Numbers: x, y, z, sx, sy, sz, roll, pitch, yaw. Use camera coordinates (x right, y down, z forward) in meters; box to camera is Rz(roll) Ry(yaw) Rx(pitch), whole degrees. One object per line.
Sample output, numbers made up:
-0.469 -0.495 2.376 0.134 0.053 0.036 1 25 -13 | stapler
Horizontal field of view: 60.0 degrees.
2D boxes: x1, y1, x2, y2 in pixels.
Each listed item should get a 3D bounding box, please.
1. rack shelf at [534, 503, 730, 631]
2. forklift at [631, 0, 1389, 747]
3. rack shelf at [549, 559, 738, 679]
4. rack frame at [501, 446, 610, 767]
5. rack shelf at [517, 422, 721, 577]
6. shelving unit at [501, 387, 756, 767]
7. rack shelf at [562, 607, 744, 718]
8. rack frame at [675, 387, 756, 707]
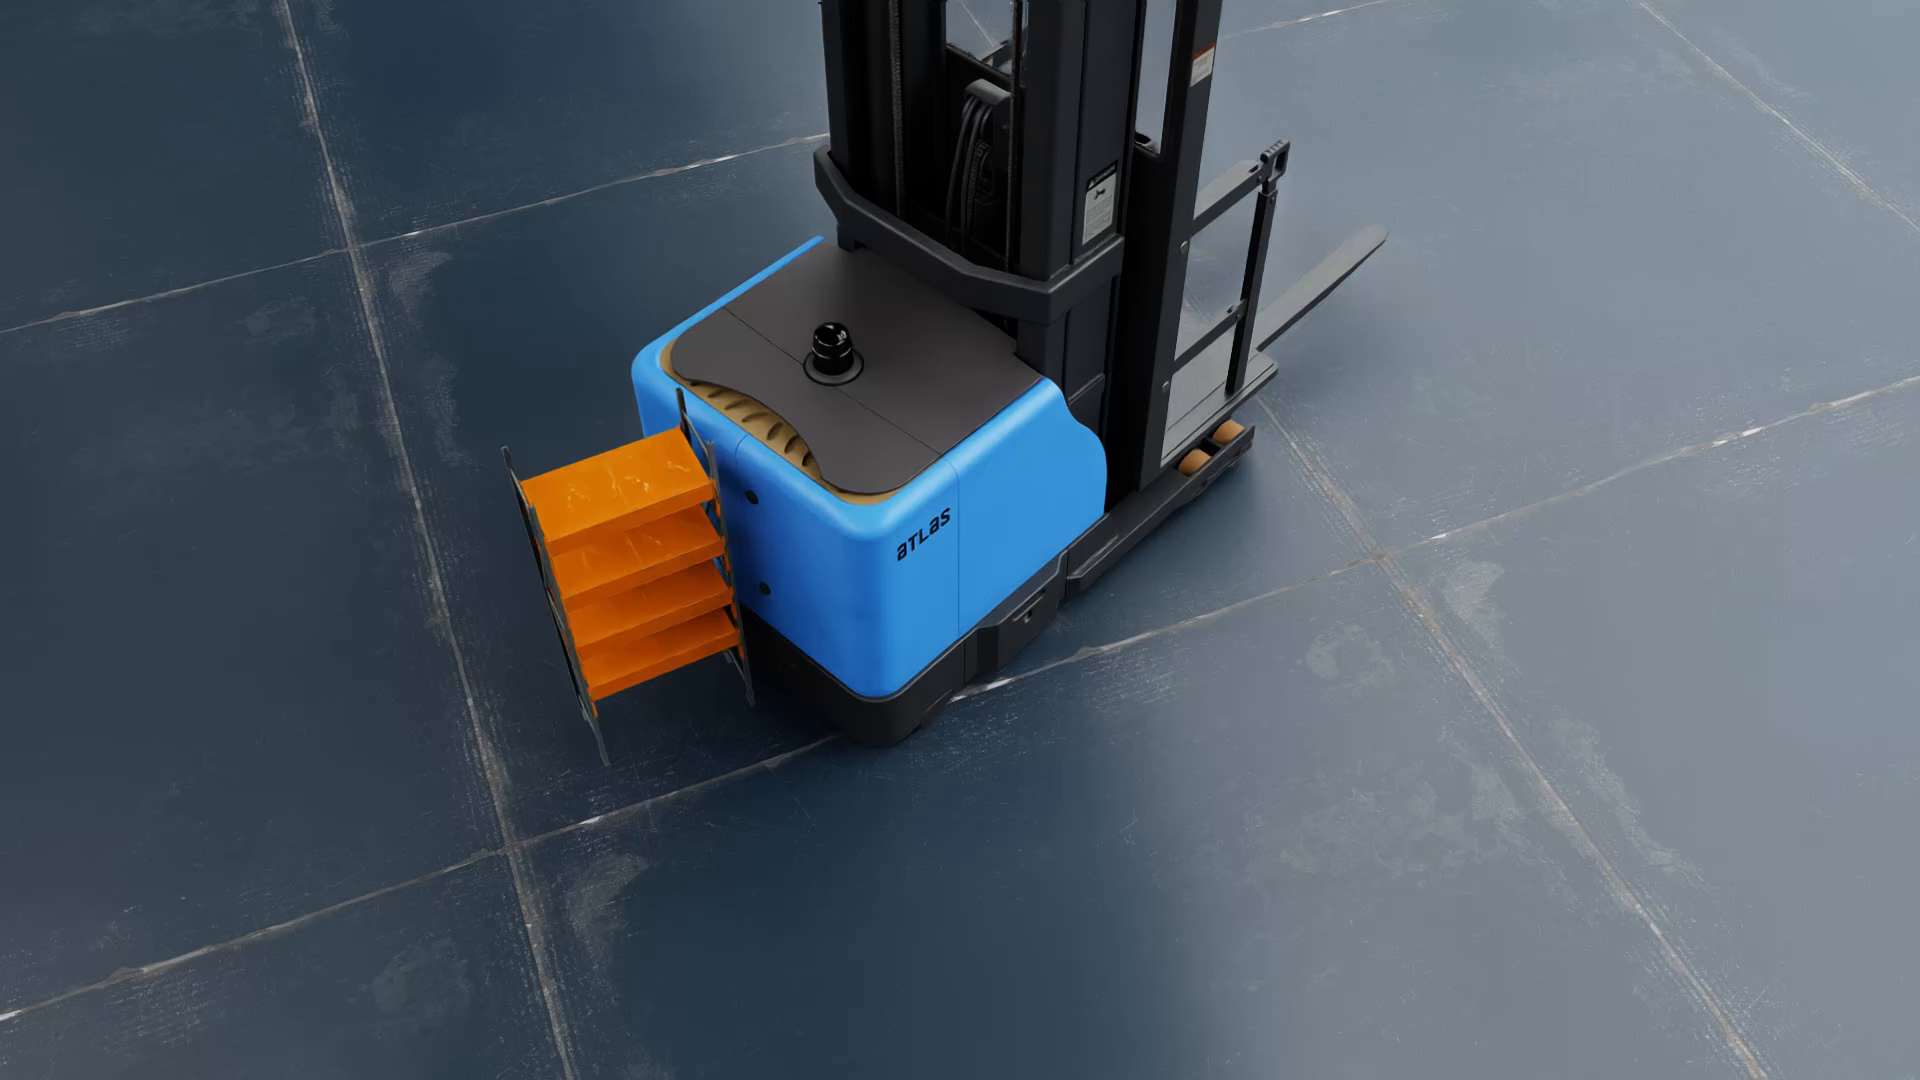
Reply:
-0.930 0.040 4.719 0.480 0.148 0.258 -21 53 -17 | rack shelf
0.402 -1.351 4.978 1.130 2.935 3.031 35 58 26 | forklift
-0.930 0.186 4.888 0.480 0.148 0.258 -21 53 -17 | rack shelf
-1.146 0.227 4.764 0.015 1.200 0.240 -21 53 -17 | rack frame
-0.930 -0.114 4.539 0.480 0.148 0.258 -21 53 -17 | rack shelf
-0.930 0.142 4.837 0.503 1.200 0.258 -21 53 -17 | shelving unit
-0.930 0.315 5.039 0.480 0.148 0.258 -21 53 -17 | rack shelf
-0.713 0.057 4.910 0.015 1.200 0.240 -21 53 -17 | rack frame
